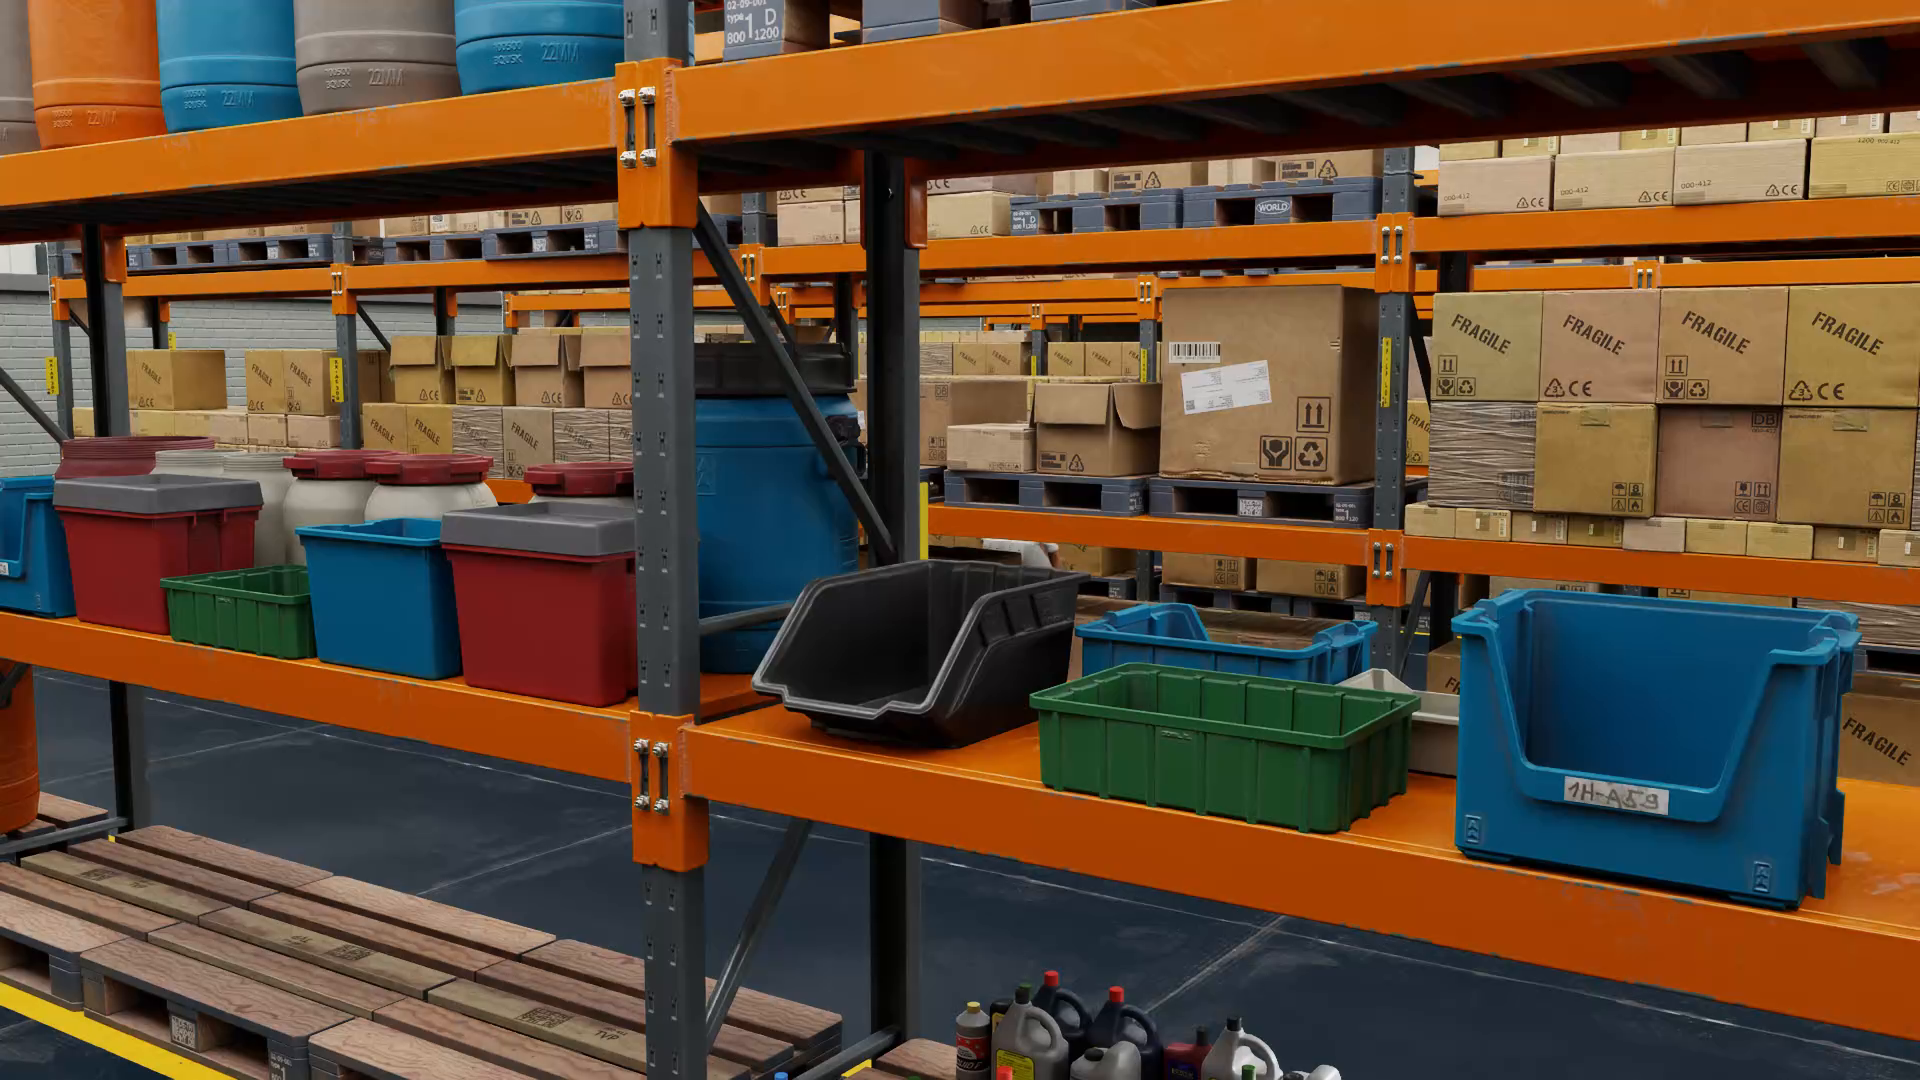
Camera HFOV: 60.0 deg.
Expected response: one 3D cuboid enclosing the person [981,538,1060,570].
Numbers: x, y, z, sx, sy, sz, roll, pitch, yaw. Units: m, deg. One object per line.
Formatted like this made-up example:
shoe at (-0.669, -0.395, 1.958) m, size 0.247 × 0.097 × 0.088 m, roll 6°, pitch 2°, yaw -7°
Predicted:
person at (0.523, 0.185, 13.469) m, size 0.518 × 0.973 × 0.937 m, roll 4°, pitch 7°, yaw 31°
